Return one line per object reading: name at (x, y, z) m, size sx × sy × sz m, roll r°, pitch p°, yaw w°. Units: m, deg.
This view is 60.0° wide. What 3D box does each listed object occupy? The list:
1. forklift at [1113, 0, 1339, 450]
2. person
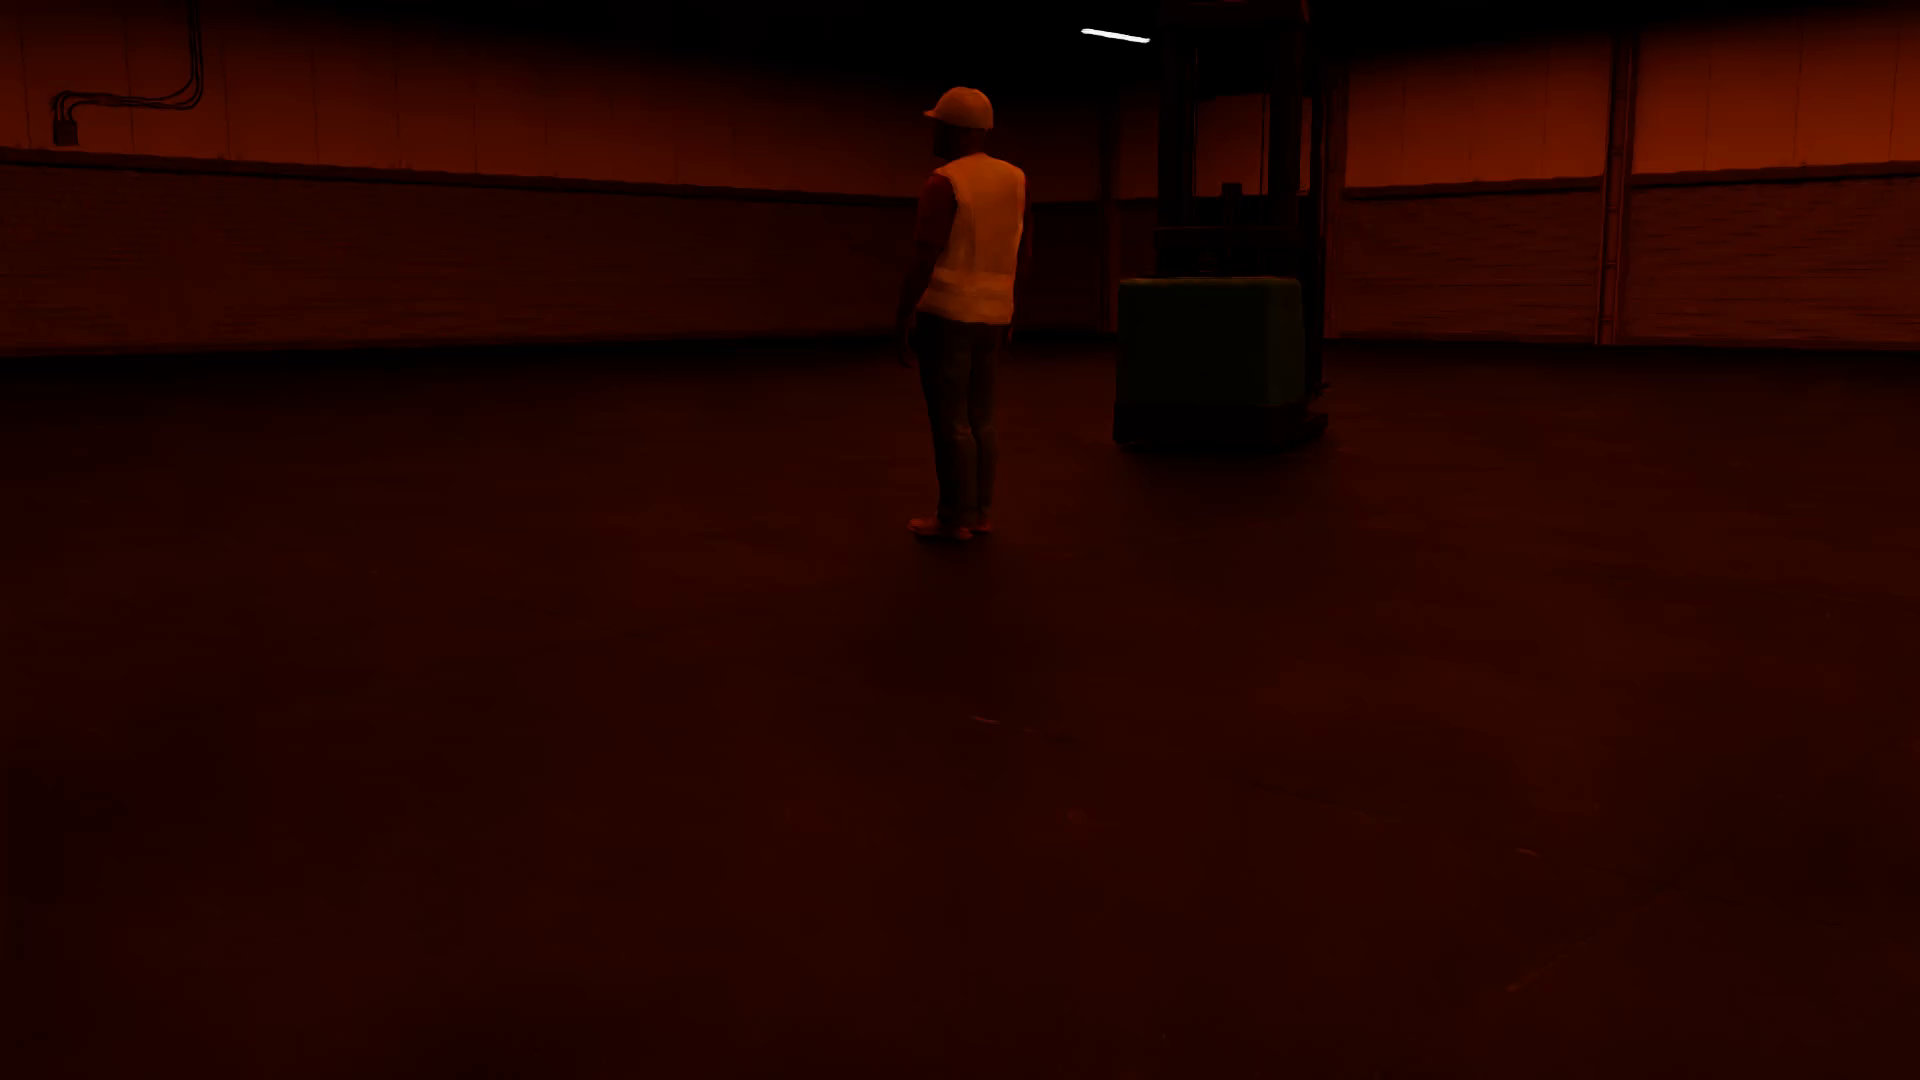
forklift at (1.953, -2.186, 11.389) m, size 1.130 × 2.935 × 3.031 m, roll 3°, pitch 9°, yaw 20°
person at (-0.046, -0.888, 6.636) m, size 0.576 × 1.766 × 0.665 m, roll 8°, pitch 12°, yaw 43°
